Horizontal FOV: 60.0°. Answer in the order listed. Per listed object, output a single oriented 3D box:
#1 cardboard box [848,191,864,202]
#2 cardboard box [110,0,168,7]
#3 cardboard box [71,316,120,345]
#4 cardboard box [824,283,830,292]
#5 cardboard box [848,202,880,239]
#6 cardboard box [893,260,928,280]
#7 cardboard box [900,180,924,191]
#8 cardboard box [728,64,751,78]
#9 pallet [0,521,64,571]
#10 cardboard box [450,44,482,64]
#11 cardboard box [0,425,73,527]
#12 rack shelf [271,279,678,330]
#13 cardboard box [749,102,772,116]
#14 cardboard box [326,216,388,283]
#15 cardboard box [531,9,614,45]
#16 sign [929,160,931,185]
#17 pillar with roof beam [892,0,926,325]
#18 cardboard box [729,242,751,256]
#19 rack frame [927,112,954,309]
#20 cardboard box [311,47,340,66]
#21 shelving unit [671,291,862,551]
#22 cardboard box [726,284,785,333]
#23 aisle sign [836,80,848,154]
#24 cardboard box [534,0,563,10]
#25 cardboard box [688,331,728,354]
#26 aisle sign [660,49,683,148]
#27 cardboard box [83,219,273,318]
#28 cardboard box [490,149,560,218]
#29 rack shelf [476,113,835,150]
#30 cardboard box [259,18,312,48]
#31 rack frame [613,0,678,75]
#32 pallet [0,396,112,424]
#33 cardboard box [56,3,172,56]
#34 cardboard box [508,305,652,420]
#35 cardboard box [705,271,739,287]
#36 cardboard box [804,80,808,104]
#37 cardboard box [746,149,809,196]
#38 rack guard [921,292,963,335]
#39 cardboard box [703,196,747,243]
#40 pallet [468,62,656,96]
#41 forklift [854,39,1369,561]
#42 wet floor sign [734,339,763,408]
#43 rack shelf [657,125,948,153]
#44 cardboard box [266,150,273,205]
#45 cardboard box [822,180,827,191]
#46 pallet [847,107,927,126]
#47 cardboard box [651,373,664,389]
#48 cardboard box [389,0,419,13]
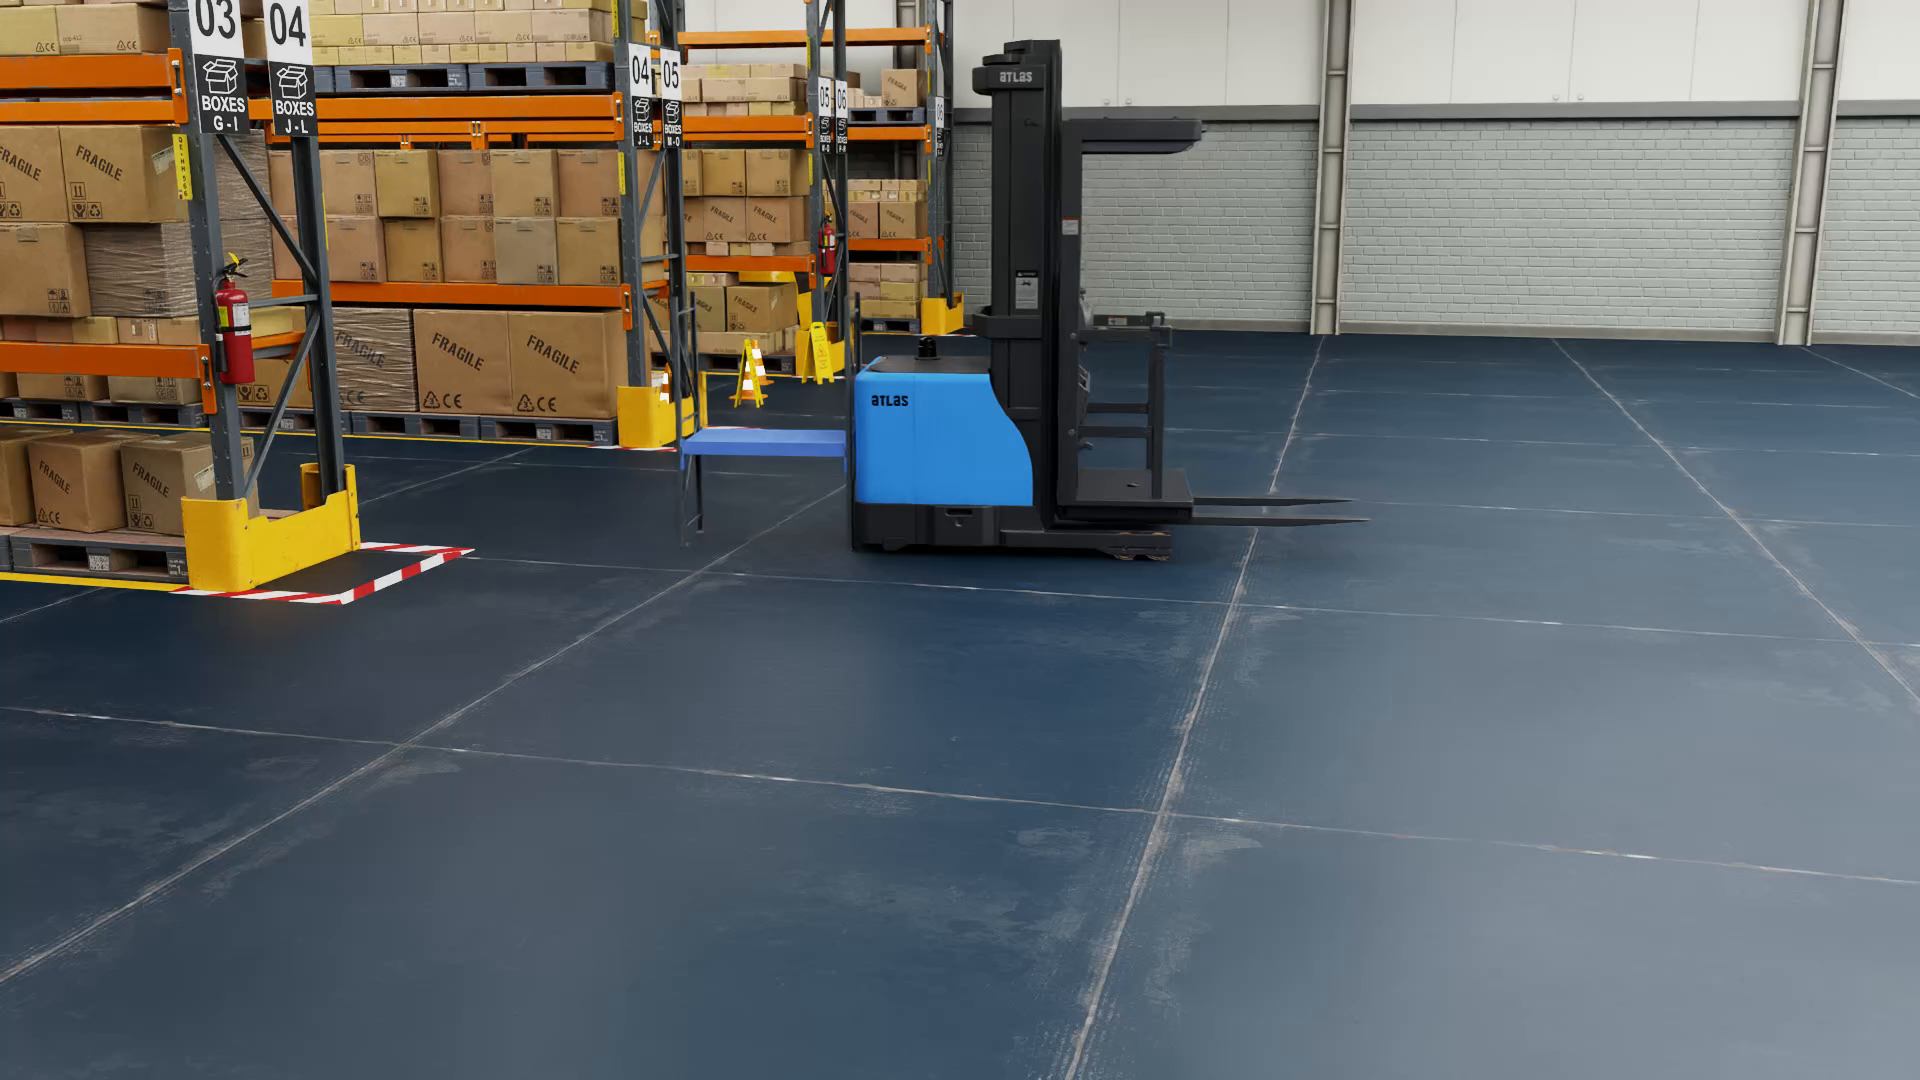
[{"bbox_3d":[-1.404,-4.808,23.251,0.250,0.149,0.380,3,13,13],"label":"cardboard box"},{"bbox_3d":[-4.174,-2.842,8.617,0.250,0.149,0.380,3,13,14],"label":"cardboard box"},{"bbox_3d":[-4.653,-1.171,9.166,0.250,0.149,0.380,3,13,14],"label":"cardboard box"},{"bbox_3d":[-1.807,-3.552,23.542,0.500,0.250,0.500,3,13,12],"label":"cardboard box"},{"bbox_3d":[-1.312,-4.483,23.283,0.500,0.500,0.500,3,13,15],"label":"cardboard box"},{"bbox_3d":[-0.691,-3.850,23.734,0.500,0.250,0.500,3,13,13],"label":"cardboard box"},{"bbox_3d":[-0.668,-4.920,23.069,0.250,0.149,0.380,3,13,14],"label":"cardboard box"},{"bbox_3d":[-2.347,-5.108,18.146,0.250,0.149,0.380,3,13,13],"label":"cardboard box"},{"bbox_3d":[-5.864,-0.063,10.030,1.213,0.211,1.003,3,13,14],"label":"pallet"},{"bbox_3d":[-3.935,-3.939,13.517,0.250,0.149,0.380,3,13,13],"label":"cardboard box"},{"bbox_3d":[-5.623,-0.388,9.858,0.500,0.500,0.500,4,13,19],"label":"cardboard box"},{"bbox_3d":[-4.485,-2.097,14.423,4.000,0.370,1.077,3,13,14],"label":"rack shelf"},{"bbox_3d":[-2.118,-4.698,18.140,0.250,0.149,0.380,3,13,14],"label":"cardboard box"},{"bbox_3d":[-5.030,-2.532,14.376,0.550,0.550,0.875,3,13,14],"label":"cardboard box"},{"bbox_3d":[-3.085,-4.102,13.329,0.500,0.250,0.500,3,13,14],"label":"cardboard box"},{"bbox_3d":[-0.413,-5.002,22.636,0.005,0.325,0.100,3,13,14],"label":"sign"},{"bbox_3d":[-1.761,-6.684,19.585,0.400,9.000,9.100,3,13,14],"label":"pillar with roof beam"},{"bbox_3d":[-2.386,-3.250,18.539,0.250,0.149,0.380,3,13,13],"label":"cardboard box"},{"bbox_3d":[-0.269,-4.435,23.298,0.127,3.000,1.000,3,13,14],"label":"rack frame"},{"bbox_3d":[-5.166,-4.005,13.815,0.250,0.149,0.380,3,13,13],"label":"cardboard box"},{"bbox_3d":[-1.145,-0.730,10.060,1.048,1.500,0.538,1,13,4],"label":"shelving unit"},{"bbox_3d":[-2.295,-2.606,18.704,0.500,0.500,0.500,3,13,14],"label":"cardboard box"},{"bbox_3d":[-1.321,-4.722,18.590,0.004,0.787,0.394,3,13,14],"label":"aisle sign"},{"bbox_3d":[-3.193,-4.289,13.253,0.250,0.149,0.380,3,13,14],"label":"cardboard box"},{"bbox_3d":[-2.805,-2.267,18.907,0.500,0.250,0.500,3,13,14],"label":"cardboard box"},{"bbox_3d":[-2.402,-3.673,13.863,0.004,0.787,0.394,3,13,14],"label":"aisle sign"},{"bbox_3d":[-4.357,-1.535,9.311,0.500,0.500,0.875,3,13,14],"label":"cardboard box"},{"bbox_3d":[-3.450,-2.982,13.908,0.550,0.550,0.875,3,13,14],"label":"cardboard box"},{"bbox_3d":[-3.397,-4.608,18.813,4.000,0.370,1.077,3,13,14],"label":"rack shelf"},{"bbox_3d":[-5.528,-4.232,13.919,0.500,0.250,0.500,3,13,13],"label":"cardboard box"},{"bbox_3d":[-2.543,-5.274,13.227,0.127,3.000,1.000,3,13,14],"label":"rack frame"},{"bbox_3d":[-8.382,-1.278,15.507,1.213,0.211,1.003,3,13,14],"label":"pallet"},{"bbox_3d":[-4.358,-2.670,8.763,0.500,0.250,0.500,3,13,15],"label":"cardboard box"},{"bbox_3d":[-3.217,-1.534,14.157,0.875,0.875,0.875,3,13,14],"label":"cardboard box"},{"bbox_3d":[-2.668,-2.928,18.656,0.250,0.149,0.380,3,13,15],"label":"cardboard box"},{"bbox_3d":[-1.879,-5.009,18.622,0.500,0.250,0.500,3,13,13],"label":"cardboard box"},{"bbox_3d":[-2.003,-4.054,18.353,0.500,0.500,0.700,3,13,12],"label":"cardboard box"},{"bbox_3d":[-0.246,-3.213,23.563,0.348,0.500,1.175,3,13,14],"label":"rack guard"},{"bbox_3d":[-2.533,-3.582,18.537,0.500,0.500,0.500,3,13,14],"label":"cardboard box"},{"bbox_3d":[-3.266,-3.802,13.725,1.213,0.211,1.003,3,13,14],"label":"pallet"},{"bbox_3d":[0.915,-1.429,9.907,3.031,2.935,1.130,1,13,4],"label":"forklift"},{"bbox_3d":[-2.040,-1.610,16.002,0.232,0.644,0.267,1,13,4],"label":"wet floor sign"},{"bbox_3d":[-2.211,-5.652,23.519,4.000,0.370,1.077,3,13,14],"label":"rack shelf"},{"bbox_3d":[-6.076,-3.126,14.560,0.550,0.550,0.875,3,13,14],"label":"cardboard box"},{"bbox_3d":[-1.931,-4.965,23.272,0.250,0.149,0.380,3,13,15],"label":"cardboard box"},{"bbox_3d":[-0.950,-5.898,23.172,1.213,0.211,1.003,3,13,14],"label":"pallet"},{"bbox_3d":[-3.211,-1.642,17.293,0.250,0.149,0.380,12,17,43],"label":"cardboard box"},{"bbox_3d":[-4.432,-4.355,13.550,0.250,0.149,0.380,3,13,14],"label":"cardboard box"}]
